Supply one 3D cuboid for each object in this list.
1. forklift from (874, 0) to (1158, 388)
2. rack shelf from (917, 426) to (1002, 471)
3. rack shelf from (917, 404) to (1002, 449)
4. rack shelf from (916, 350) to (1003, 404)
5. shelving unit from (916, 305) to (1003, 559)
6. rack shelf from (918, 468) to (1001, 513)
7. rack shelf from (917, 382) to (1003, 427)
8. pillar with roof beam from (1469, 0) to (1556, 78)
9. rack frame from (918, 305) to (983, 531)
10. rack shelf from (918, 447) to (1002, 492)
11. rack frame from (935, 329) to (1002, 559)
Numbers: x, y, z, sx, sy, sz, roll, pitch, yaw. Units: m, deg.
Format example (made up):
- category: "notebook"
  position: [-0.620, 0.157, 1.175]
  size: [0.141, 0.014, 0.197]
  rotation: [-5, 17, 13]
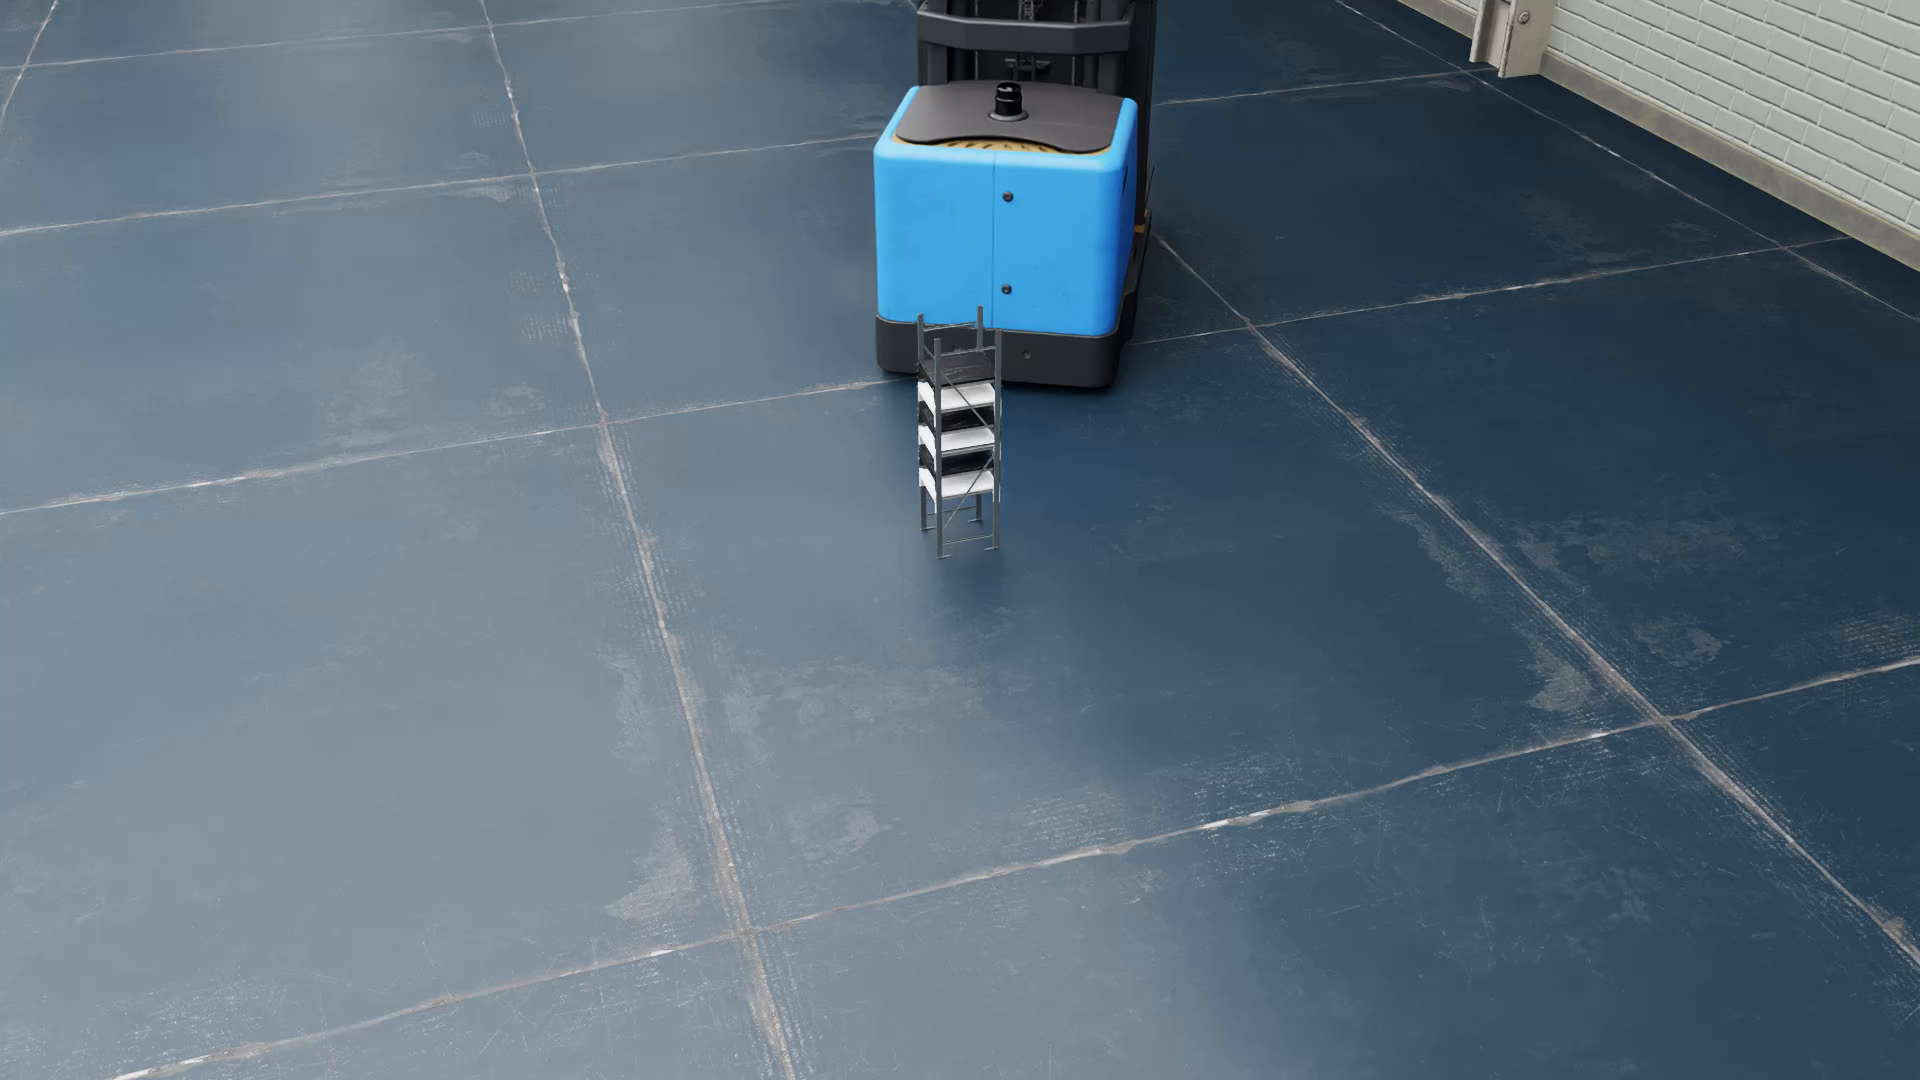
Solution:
- category: "forklift"
  position: [0.388, -2.676, 7.641]
  size: [1.130, 2.935, 3.031]
  rotation: [5, 34, 8]
- category: "rack shelf"
  position: [-0.002, -0.352, 6.027]
  size: [0.258, 0.077, 0.200]
  rotation: [-10, 35, -15]
- category: "rack shelf"
  position: [-0.002, -0.427, 5.977]
  size: [0.258, 0.077, 0.200]
  rotation: [-10, 35, -15]
- category: "rack shelf"
  position: [-0.002, -0.577, 5.878]
  size: [0.258, 0.077, 0.200]
  rotation: [-10, 35, -15]
- category: "shelving unit"
  position: [-0.002, -0.380, 6.008]
  size: [0.258, 0.900, 0.210]
  rotation: [-10, 35, -15]
- category: "rack shelf"
  position: [-0.002, -0.202, 6.126]
  size: [0.258, 0.077, 0.200]
  rotation: [-10, 35, -15]
- category: "rack shelf"
  position: [-0.002, -0.502, 5.928]
  size: [0.258, 0.077, 0.200]
  rotation: [-10, 35, -15]
- category: "pillar with roof beam"
  position: [-0.497, -6.157, 7.406]
  size: [9.100, 9.000, 0.400]
  rotation: [-10, 35, -15]
- category: "rack frame"
  position: [-0.033, -0.433, 6.089]
  size: [0.240, 0.900, 0.006]
  rotation: [-10, 35, -15]
- category: "rack shelf"
  position: [-0.002, -0.277, 6.076]
  size: [0.258, 0.077, 0.200]
  rotation: [-10, 35, -15]
- category: "rack frame"
  position: [0.029, -0.326, 5.928]
  size: [0.240, 0.900, 0.006]
  rotation: [-10, 35, -15]
